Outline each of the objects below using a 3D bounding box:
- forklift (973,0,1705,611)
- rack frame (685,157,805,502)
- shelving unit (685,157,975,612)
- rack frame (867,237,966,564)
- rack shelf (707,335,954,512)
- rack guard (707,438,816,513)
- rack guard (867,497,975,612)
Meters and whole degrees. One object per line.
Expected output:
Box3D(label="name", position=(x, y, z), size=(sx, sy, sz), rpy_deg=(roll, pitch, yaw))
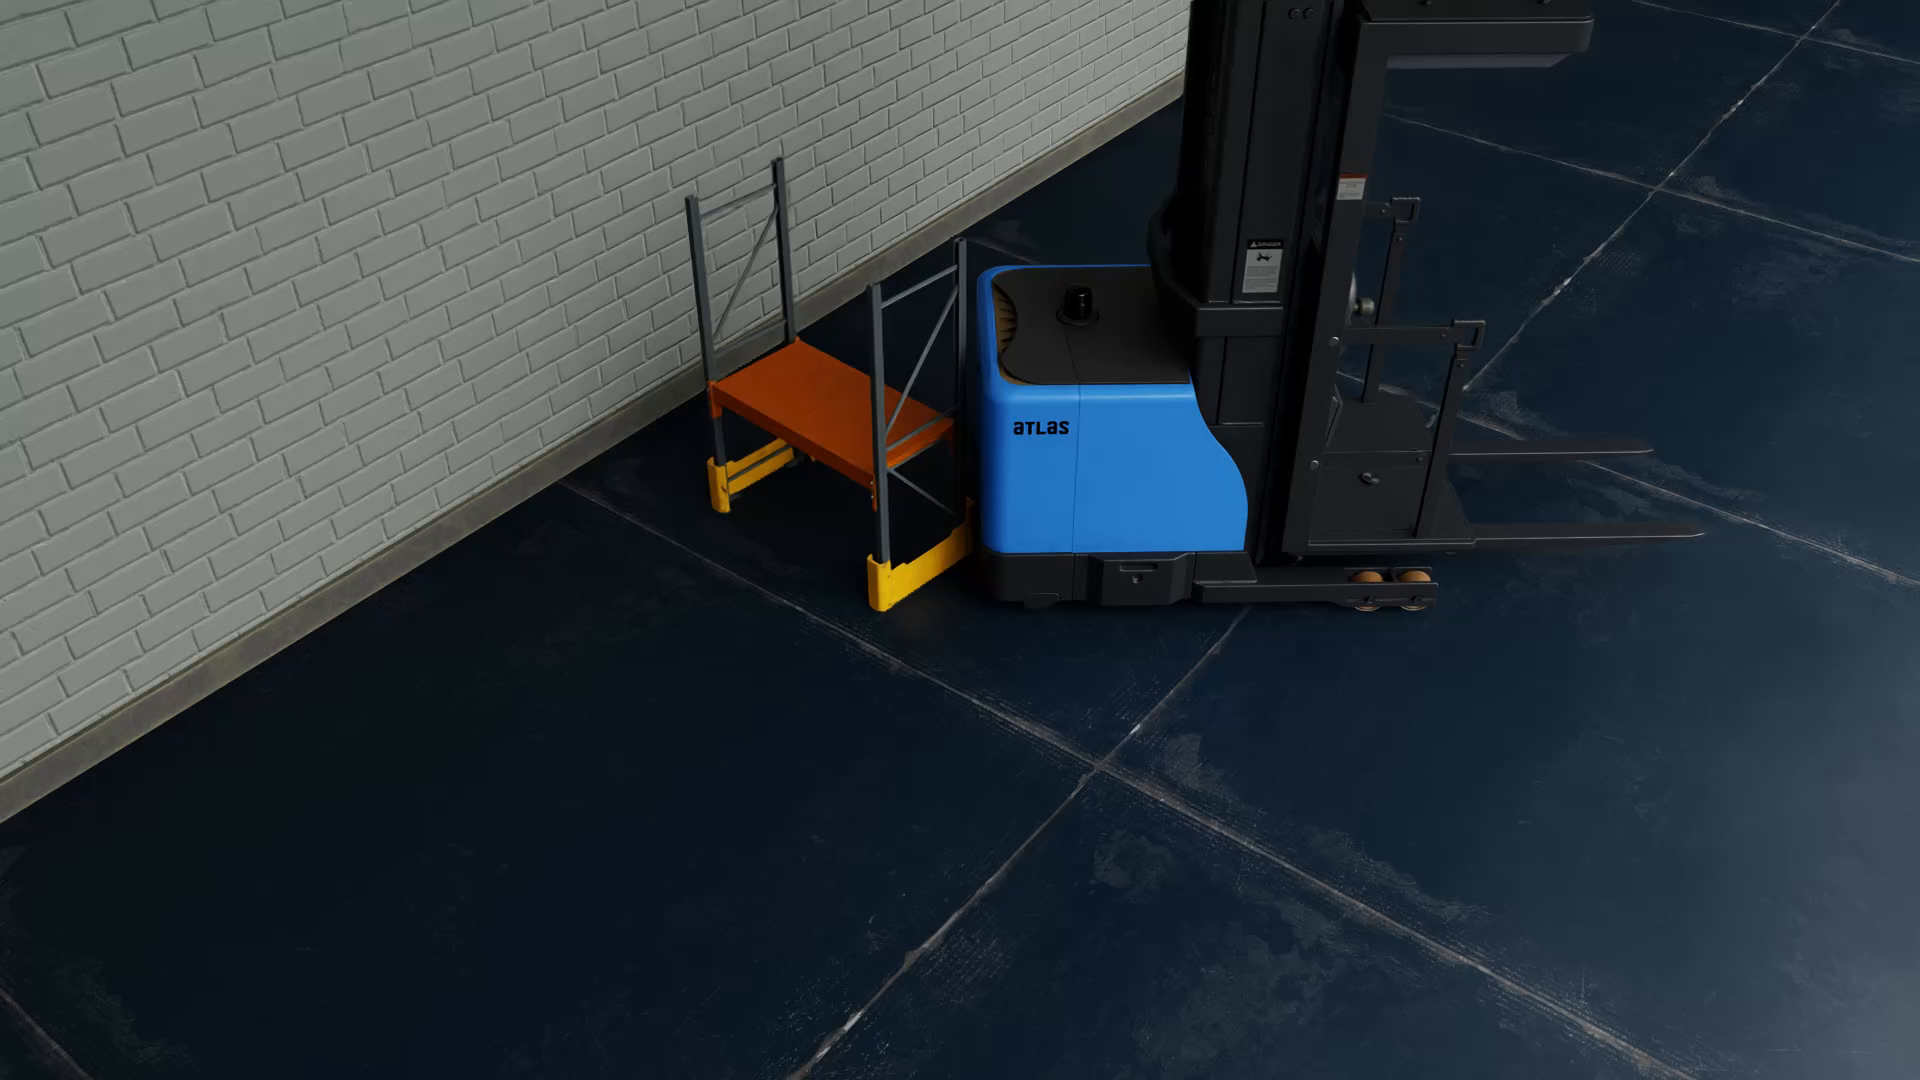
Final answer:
Box3D(label="forklift", position=(1.581, -1.188, 6.390), size=(3.031, 2.935, 1.130), rpy_deg=(-1, 38, -1))
Box3D(label="rack frame", position=(-0.902, -0.862, 7.134), size=(0.032, 1.500, 0.500), rpy_deg=(30, 47, 32))
Box3D(label="shelving unit", position=(-0.522, -0.645, 6.858), size=(1.083, 1.500, 0.587), rpy_deg=(30, 47, 32))
Box3D(label="rack frame", position=(-0.156, -0.436, 6.590), size=(0.032, 1.500, 0.500), rpy_deg=(30, 47, 32))
Box3D(label="rack shelf", position=(-0.529, -0.507, 6.973), size=(1.000, 0.185, 0.538), rpy_deg=(30, 47, 32))
Box3D(label="rack guard", position=(-0.888, -0.362, 7.509), size=(0.087, 0.250, 0.587), rpy_deg=(30, 47, 32))
Box3D(label="rack guard", position=(-0.157, 0.055, 6.976), size=(0.087, 0.250, 0.587), rpy_deg=(30, 47, 32))
